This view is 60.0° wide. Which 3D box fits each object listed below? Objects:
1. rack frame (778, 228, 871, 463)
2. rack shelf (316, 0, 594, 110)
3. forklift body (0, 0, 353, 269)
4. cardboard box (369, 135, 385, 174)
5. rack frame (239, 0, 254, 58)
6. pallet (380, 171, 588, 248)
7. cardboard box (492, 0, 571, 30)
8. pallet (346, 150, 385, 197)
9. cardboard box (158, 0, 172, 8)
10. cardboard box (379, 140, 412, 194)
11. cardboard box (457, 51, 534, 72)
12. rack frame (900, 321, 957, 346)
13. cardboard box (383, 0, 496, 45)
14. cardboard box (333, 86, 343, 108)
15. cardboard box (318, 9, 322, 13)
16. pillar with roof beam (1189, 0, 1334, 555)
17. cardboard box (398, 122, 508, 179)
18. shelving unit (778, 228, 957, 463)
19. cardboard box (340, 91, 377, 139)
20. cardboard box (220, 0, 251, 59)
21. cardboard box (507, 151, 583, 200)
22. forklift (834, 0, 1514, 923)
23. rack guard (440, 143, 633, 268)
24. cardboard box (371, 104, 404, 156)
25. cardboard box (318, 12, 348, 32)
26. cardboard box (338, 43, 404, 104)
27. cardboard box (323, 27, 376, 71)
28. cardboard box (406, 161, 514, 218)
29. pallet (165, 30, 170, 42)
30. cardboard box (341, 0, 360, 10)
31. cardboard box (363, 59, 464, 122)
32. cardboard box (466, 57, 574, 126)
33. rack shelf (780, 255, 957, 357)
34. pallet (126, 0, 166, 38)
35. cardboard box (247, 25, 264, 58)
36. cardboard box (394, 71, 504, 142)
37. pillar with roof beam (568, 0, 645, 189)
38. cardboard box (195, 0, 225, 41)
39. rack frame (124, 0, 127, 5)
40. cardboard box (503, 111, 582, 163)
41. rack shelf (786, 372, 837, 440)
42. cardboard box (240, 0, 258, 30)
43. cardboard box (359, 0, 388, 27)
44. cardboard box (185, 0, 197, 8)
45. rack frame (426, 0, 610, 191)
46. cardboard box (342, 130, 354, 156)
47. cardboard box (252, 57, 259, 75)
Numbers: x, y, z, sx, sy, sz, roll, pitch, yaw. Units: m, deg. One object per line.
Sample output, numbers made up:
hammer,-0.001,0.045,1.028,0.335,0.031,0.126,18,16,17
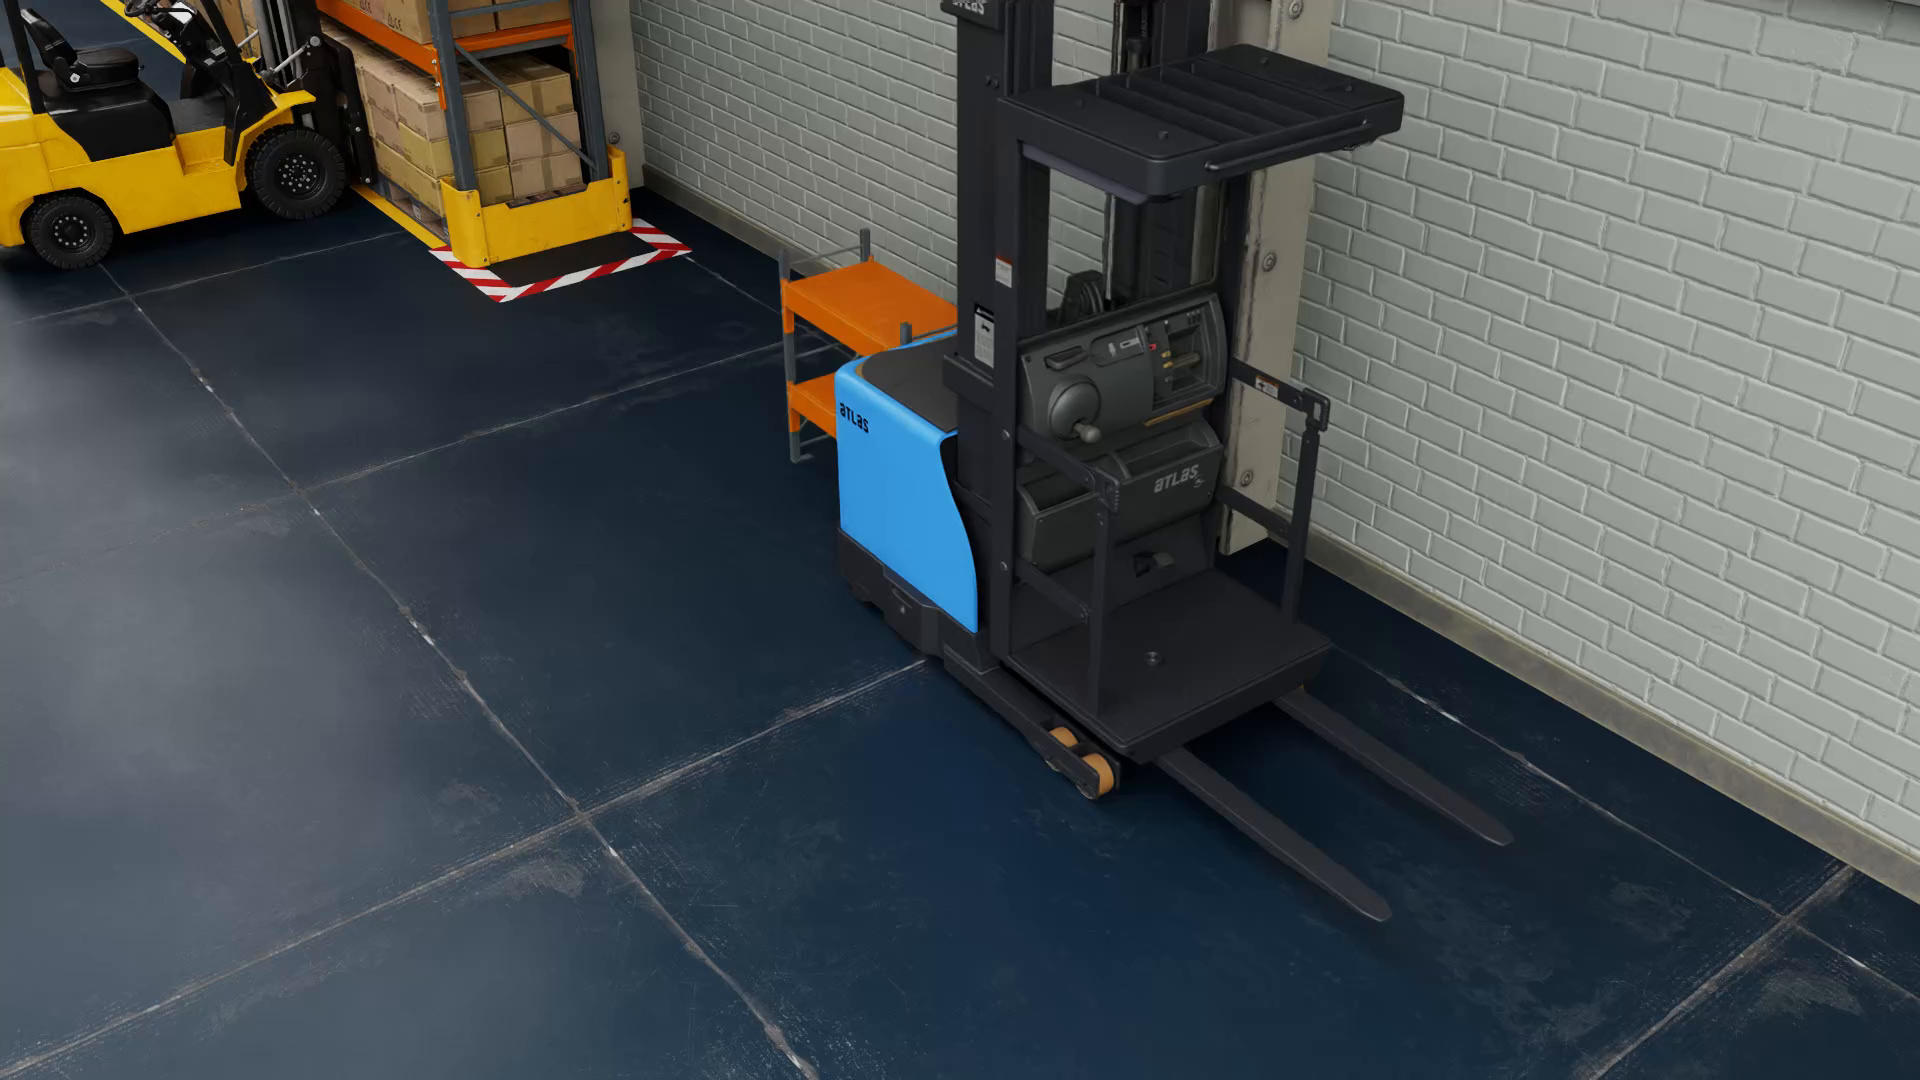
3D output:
rack frame,-0.644,-0.951,8.215,0.500,1.125,0.032,-21,38,-30
rack shelf,-3.968,-3.780,11.675,1.077,0.370,4.000,-22,38,-31
forklift body,-5.345,-3.092,10.690,2.313,2.155,1.214,-22,38,-31
cardboard box,-3.876,-2.778,11.588,0.500,0.250,0.500,-22,38,-31
rack frame,-5.194,-4.919,12.828,1.000,3.000,0.127,-22,38,-31
pallet,-3.244,-2.373,11.371,1.003,0.211,1.213,-22,38,-31
cardboard box,-2.826,-3.591,10.594,0.500,0.500,0.500,-21,37,-30
pallet,-3.988,-2.881,12.189,1.003,0.211,1.213,-22,38,-31
cardboard box,-6.869,-5.222,15.167,0.875,0.625,0.625,-21,37,-30
cardboard box,-3.577,-2.567,11.248,0.500,0.250,0.500,-22,38,-31
cardboard box,-3.196,-3.156,11.249,0.500,0.250,0.500,-22,38,-31
rack frame,-0.046,-0.517,7.516,0.500,1.125,0.032,-21,38,-30
cardboard box,-3.251,-3.415,10.311,0.500,0.500,0.500,-23,39,-32
cardboard box,-4.223,-3.207,11.805,0.500,0.250,0.500,-22,38,-32
cardboard box,-4.840,-3.835,12.342,0.500,0.250,0.500,-22,38,-31
pillar with roof beam,-2.178,-2.489,3.229,9.100,9.000,0.400,-22,38,-31
cardboard box,-3.287,-2.577,10.790,0.500,0.250,0.500,-23,38,-32
shelving unit,-0.345,-0.734,7.866,0.538,1.125,1.048,-21,38,-30
cardboard box,-3.919,-2.998,11.468,0.500,0.250,0.500,-23,39,-32
cardboard box,-5.523,-4.303,13.688,0.875,0.625,0.625,-20,37,-29
cardboard box,-2.888,-2.531,11.190,0.500,0.250,0.500,-22,38,-31
forklift,0.735,-0.576,5.899,1.130,2.935,3.031,-21,38,-30
rack guard,-2.727,-2.180,10.787,1.175,0.500,0.348,-22,38,-31
cardboard box,-3.586,-2.789,11.132,0.500,0.250,0.500,-23,38,-32
cardboard box,-4.526,-3.631,12.014,0.500,0.250,0.500,-21,37,-30
cardboard box,-3.905,-3.196,11.314,0.500,0.250,0.500,-22,38,-31
cardboard box,-4.210,-3.410,11.658,0.500,0.250,0.500,-23,39,-32
cardboard box,-3.279,-2.356,10.909,0.500,0.250,0.500,-22,38,-31
pallet,-6.429,-4.538,14.857,1.003,0.211,1.213,-22,38,-31
cardboard box,-3.876,-3.848,11.007,0.500,0.500,0.500,-23,39,-32
cardboard box,-3.588,-2.989,10.981,0.500,0.250,0.500,-22,38,-31
cardboard box,-2.887,-2.949,10.916,0.500,0.250,0.500,-23,39,-32
rack shelf,-0.345,-0.983,7.711,0.538,0.278,1.000,-21,38,-30
pallet,-7.173,-5.046,15.675,1.003,0.211,1.213,-22,38,-31
cardboard box,-5.142,-3.841,12.825,0.500,0.250,0.500,-22,38,-32
cardboard box,-3.270,-2.778,10.641,0.500,0.250,0.500,-21,37,-30
pillar with roof beam,-5.857,-4.990,7.255,9.100,9.000,0.400,-22,38,-31
cardboard box,-5.993,-4.629,14.212,0.875,0.625,0.625,-23,38,-32
rack frame,-7.647,-6.586,15.512,1.000,3.000,0.127,-22,38,-31
cardboard box,-2.866,-2.738,11.050,0.500,0.250,0.500,-21,38,-31
rack shelf,-0.345,-0.526,7.995,0.538,0.278,1.000,-21,38,-30
cardboard box,-5.146,-4.051,12.690,0.500,0.250,0.500,-23,39,-32
cardboard box,-3.562,-3.634,10.664,0.500,0.500,0.500,-21,38,-30
cardboard box,-6.456,-4.941,14.716,0.875,0.625,0.625,-24,39,-33
rack frame,-2.742,-3.252,10.144,1.000,3.000,0.127,-22,38,-31
cardboard box,-4.213,-2.987,11.925,0.500,0.250,0.500,-21,38,-30
cardboard box,-5.159,-3.621,12.945,0.500,0.250,0.500,-22,38,-31
